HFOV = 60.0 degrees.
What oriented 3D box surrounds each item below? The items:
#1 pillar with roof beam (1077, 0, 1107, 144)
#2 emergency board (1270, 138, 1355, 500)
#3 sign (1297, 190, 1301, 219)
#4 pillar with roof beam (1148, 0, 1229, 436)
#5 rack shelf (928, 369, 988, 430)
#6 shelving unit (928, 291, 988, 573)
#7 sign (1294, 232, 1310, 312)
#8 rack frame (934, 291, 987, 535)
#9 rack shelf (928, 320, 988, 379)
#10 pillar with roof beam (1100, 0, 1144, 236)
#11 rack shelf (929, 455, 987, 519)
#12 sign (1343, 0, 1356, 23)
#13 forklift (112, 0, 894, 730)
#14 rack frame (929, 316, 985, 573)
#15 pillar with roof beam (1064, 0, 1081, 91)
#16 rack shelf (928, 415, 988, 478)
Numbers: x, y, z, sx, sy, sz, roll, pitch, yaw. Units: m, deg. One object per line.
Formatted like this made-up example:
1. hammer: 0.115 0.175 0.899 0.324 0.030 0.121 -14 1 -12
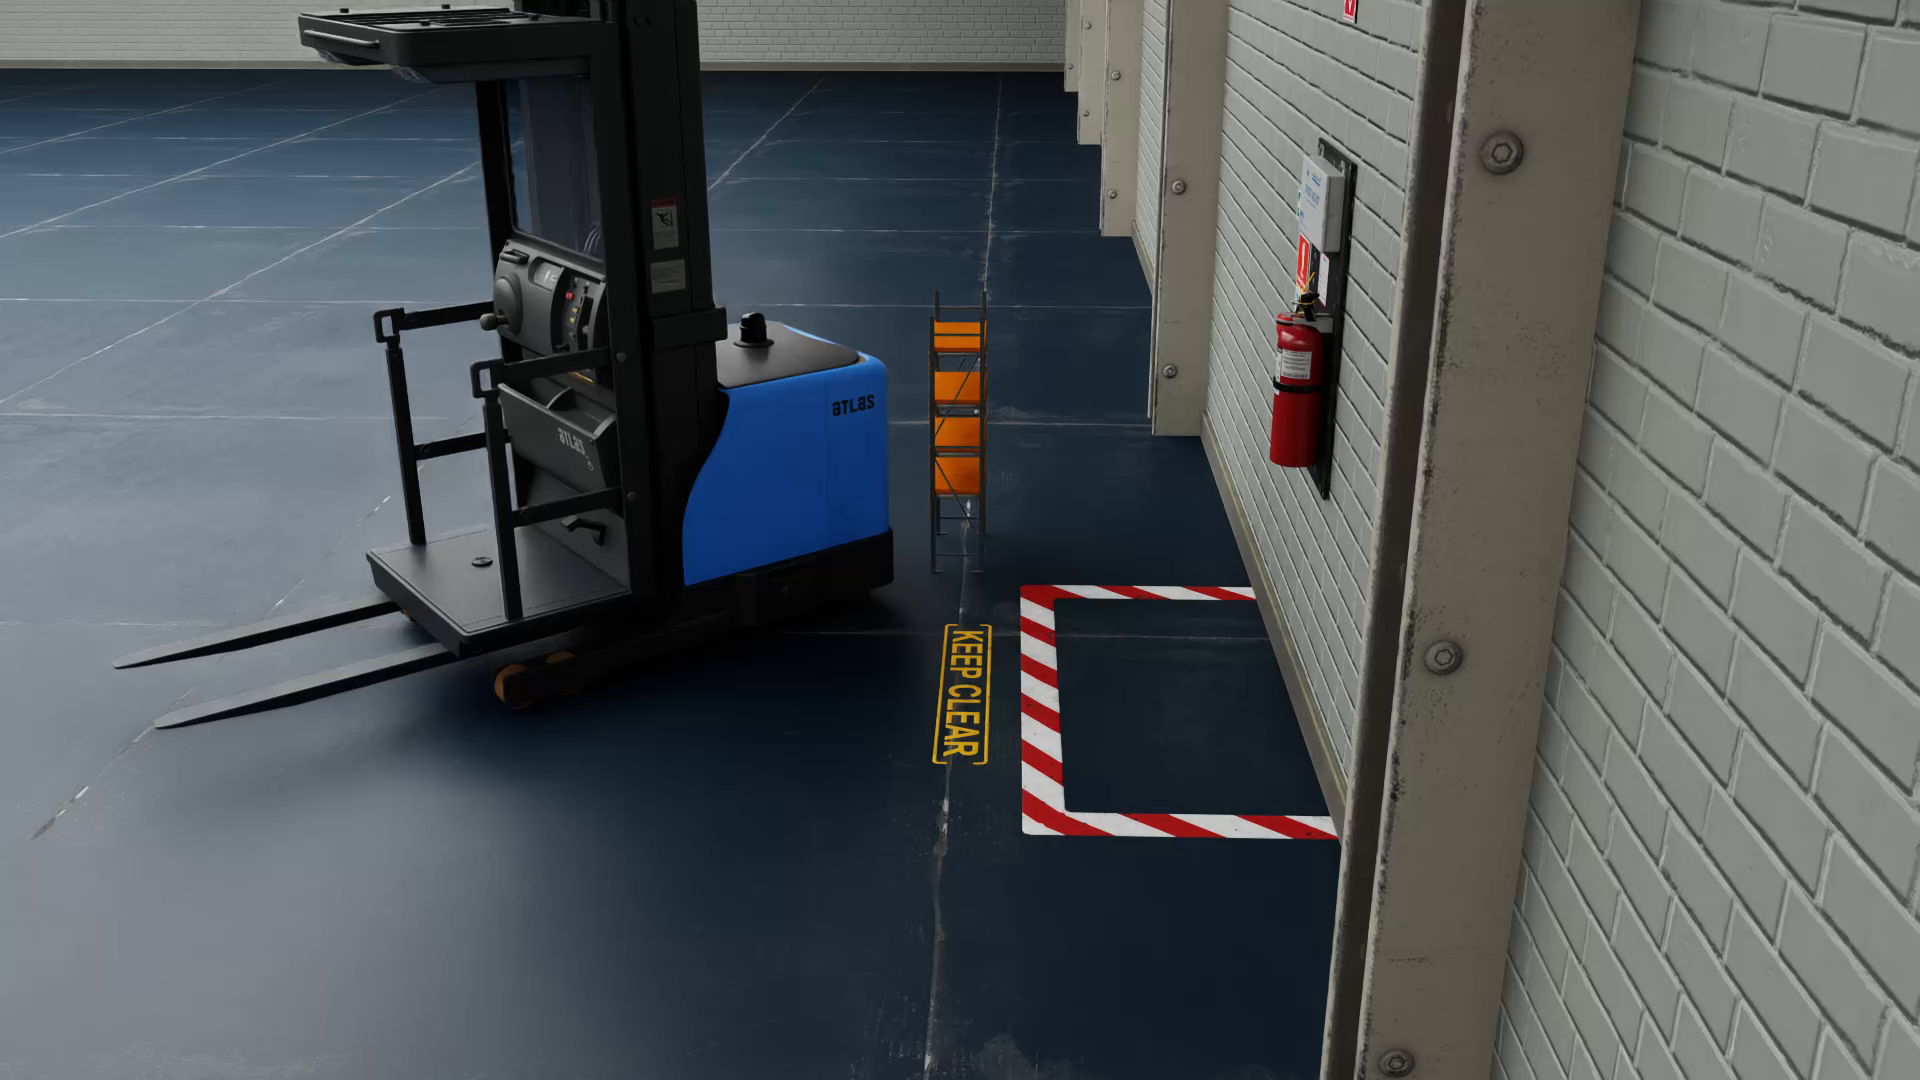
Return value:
1. pillar with roof beam: -2.666 -9.255 19.441 9.100 9.000 0.400 1 21 2
2. emergency board: 1.203 -0.795 5.932 0.194 1.169 0.643 1 21 2
3. sign: 1.313 -1.256 6.338 0.001 0.109 0.331 1 21 2
4. pillar with roof beam: -3.031 -4.916 8.259 9.100 9.000 0.400 1 21 2
5. rack shelf: -0.005 -0.645 7.601 0.258 0.148 0.480 1 21 2
6. shelving unit: -0.005 -0.500 7.658 0.258 1.200 0.503 1 21 2
7. sign: 1.323 -1.011 6.438 0.001 0.329 0.234 1 21 2
8. rack frame: 0.002 -0.588 7.885 0.240 1.200 0.015 1 21 2
9. rack shelf: -0.005 -0.866 7.515 0.258 0.148 0.480 1 21 2
10. pillar with roof beam: -2.849 -7.085 13.850 9.100 9.000 0.400 1 21 2
11. rack shelf: -0.005 -0.252 7.754 0.258 0.148 0.480 1 21 2
12. sign: 1.302 -1.878 5.518 0.001 0.298 0.199 1 21 2
13. forklift: -1.773 -0.937 6.392 3.031 2.935 1.130 -16 26 -35
14. rack frame: -0.012 -0.411 7.430 0.240 1.200 0.015 1 21 2
15. pillar with roof beam: -2.484 -11.424 25.032 9.100 9.000 0.400 1 21 2
16. rack shelf: -0.005 -0.437 7.682 0.258 0.148 0.480 1 21 2
